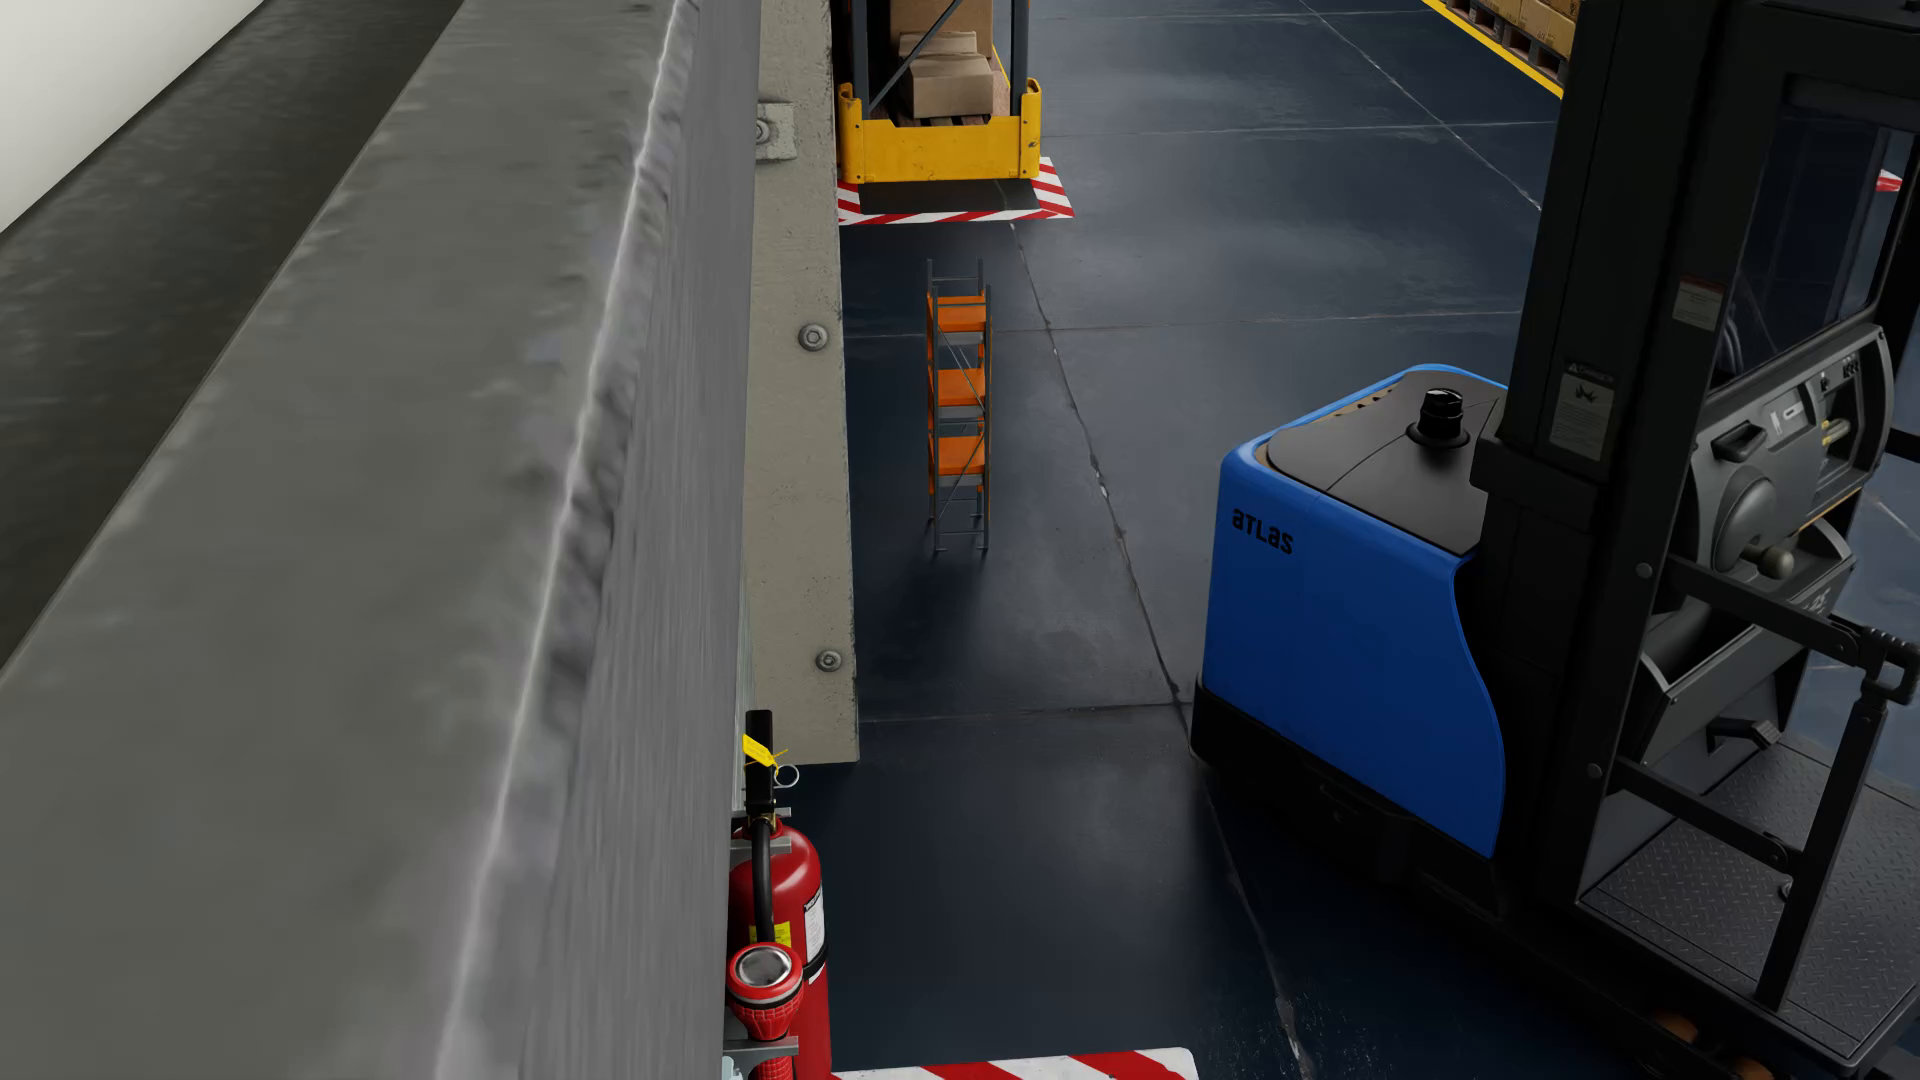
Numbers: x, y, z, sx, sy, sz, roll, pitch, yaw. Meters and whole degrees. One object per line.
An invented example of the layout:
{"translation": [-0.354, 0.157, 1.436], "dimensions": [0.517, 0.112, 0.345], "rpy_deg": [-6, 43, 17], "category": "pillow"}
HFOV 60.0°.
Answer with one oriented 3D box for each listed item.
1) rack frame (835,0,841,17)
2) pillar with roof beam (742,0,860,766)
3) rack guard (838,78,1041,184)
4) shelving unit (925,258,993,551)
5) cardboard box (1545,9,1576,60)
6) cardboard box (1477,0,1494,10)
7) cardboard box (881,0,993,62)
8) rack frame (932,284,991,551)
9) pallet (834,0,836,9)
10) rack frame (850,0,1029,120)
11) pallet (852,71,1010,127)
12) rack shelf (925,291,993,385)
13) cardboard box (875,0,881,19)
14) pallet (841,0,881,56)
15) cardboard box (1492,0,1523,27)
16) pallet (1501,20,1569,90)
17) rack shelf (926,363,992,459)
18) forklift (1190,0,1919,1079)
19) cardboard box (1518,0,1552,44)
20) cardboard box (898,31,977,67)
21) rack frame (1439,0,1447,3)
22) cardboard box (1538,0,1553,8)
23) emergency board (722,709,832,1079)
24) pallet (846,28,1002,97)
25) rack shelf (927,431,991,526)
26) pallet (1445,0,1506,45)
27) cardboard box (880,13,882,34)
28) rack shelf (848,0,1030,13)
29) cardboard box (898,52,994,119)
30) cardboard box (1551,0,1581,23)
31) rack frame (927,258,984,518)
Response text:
{"translation": [-0.489, -5.492, 12.520], "dimensions": [1.000, 3.000, 0.127], "rpy_deg": [-3, 31, -5], "category": "rack frame"}
{"translation": [3.805, -3.484, 3.308], "dimensions": [9.100, 9.000, 0.400], "rpy_deg": [-3, 31, -5], "category": "pillar with roof beam"}
{"translation": [-0.122, -2.416, 9.807], "dimensions": [1.175, 0.500, 0.348], "rpy_deg": [-3, 31, -5], "category": "rack guard"}
{"translation": [-0.005, -0.478, 6.027], "dimensions": [0.215, 1.050, 0.252], "rpy_deg": [-3, 31, -5], "category": "shelving unit"}
{"translation": [4.365, -3.459, 11.387], "dimensions": [0.500, 0.250, 0.500], "rpy_deg": [-3, 31, -5], "category": "cardboard box"}
{"translation": [4.226, -4.224, 12.669], "dimensions": [0.500, 0.250, 0.500], "rpy_deg": [-3, 31, -5], "category": "cardboard box"}
{"translation": [-0.162, -3.591, 11.346], "dimensions": [0.700, 0.500, 0.500], "rpy_deg": [-5, 31, -8], "category": "cardboard box"}
{"translation": [0.006, -0.416, 5.922], "dimensions": [0.200, 1.050, 0.008], "rpy_deg": [-3, 31, -5], "category": "rack frame"}
{"translation": [-0.563, -4.692, 13.900], "dimensions": [1.003, 0.211, 1.213], "rpy_deg": [-3, 31, -5], "category": "pallet"}
{"translation": [-0.115, -3.450, 9.101], "dimensions": [1.000, 3.000, 0.127], "rpy_deg": [-3, 31, -5], "category": "rack frame"}
{"translation": [-0.163, -2.708, 10.578], "dimensions": [1.003, 0.211, 1.213], "rpy_deg": [-3, 31, -5], "category": "pallet"}
{"translation": [-0.005, -0.713, 5.886], "dimensions": [0.215, 0.259, 0.240], "rpy_deg": [-3, 31, -5], "category": "rack shelf"}
{"translation": [-0.352, -4.080, 12.164], "dimensions": [0.500, 0.500, 0.500], "rpy_deg": [-5, 31, -8], "category": "cardboard box"}
{"translation": [-0.391, -3.954, 12.663], "dimensions": [1.003, 0.211, 1.213], "rpy_deg": [-3, 31, -5], "category": "pallet"}
{"translation": [4.268, -3.969, 12.241], "dimensions": [0.500, 0.250, 0.500], "rpy_deg": [-3, 31, -5], "category": "cardboard box"}
{"translation": [4.593, -3.502, 11.907], "dimensions": [1.003, 0.211, 1.213], "rpy_deg": [-3, 31, -5], "category": "pallet"}
{"translation": [-0.005, -0.469, 6.032], "dimensions": [0.215, 0.259, 0.240], "rpy_deg": [-3, 31, -5], "category": "rack shelf"}
{"translation": [2.042, -0.164, 3.666], "dimensions": [1.130, 2.935, 3.031], "rpy_deg": [-24, 38, -34], "category": "forklift"}
{"translation": [4.320, -3.714, 11.814], "dimensions": [0.500, 0.250, 0.500], "rpy_deg": [-3, 31, -5], "category": "cardboard box"}
{"translation": [-0.143, -3.133, 10.763], "dimensions": [0.500, 0.311, 0.500], "rpy_deg": [0, 31, 0], "category": "cardboard box"}
{"translation": [4.443, -5.731, 12.920], "dimensions": [1.000, 3.000, 0.127], "rpy_deg": [-3, 31, -5], "category": "rack frame"}
{"translation": [4.317, -4.036, 11.622], "dimensions": [0.500, 0.500, 0.500], "rpy_deg": [-3, 31, -5], "category": "cardboard box"}
{"translation": [-0.288, 0.561, 2.386], "dimensions": [0.194, 1.169, 0.643], "rpy_deg": [-3, 31, -5], "category": "emergency board"}
{"translation": [-0.274, -3.329, 11.618], "dimensions": [1.003, 0.211, 1.213], "rpy_deg": [-3, 31, -5], "category": "pallet"}
{"translation": [-0.005, -0.230, 6.174], "dimensions": [0.215, 0.259, 0.240], "rpy_deg": [-3, 31, -5], "category": "rack shelf"}
{"translation": [4.476, -4.126, 12.952], "dimensions": [1.003, 0.211, 1.213], "rpy_deg": [-3, 31, -5], "category": "pallet"}
{"translation": [-0.359, -3.640, 11.769], "dimensions": [0.380, 0.149, 0.250], "rpy_deg": [-5, 31, -9], "category": "cardboard box"}
{"translation": [-0.302, -4.162, 10.995], "dimensions": [1.077, 0.370, 4.000], "rpy_deg": [-3, 31, -5], "category": "rack shelf"}
{"translation": [-0.090, -2.842, 10.276], "dimensions": [0.500, 0.311, 0.500], "rpy_deg": [-6, 31, -10], "category": "cardboard box"}
{"translation": [4.362, -3.780, 11.194], "dimensions": [0.500, 0.500, 0.500], "rpy_deg": [-3, 31, -5], "category": "cardboard box"}
{"translation": [-0.016, -0.540, 6.131], "dimensions": [0.200, 1.050, 0.008], "rpy_deg": [-3, 31, -5], "category": "rack frame"}
